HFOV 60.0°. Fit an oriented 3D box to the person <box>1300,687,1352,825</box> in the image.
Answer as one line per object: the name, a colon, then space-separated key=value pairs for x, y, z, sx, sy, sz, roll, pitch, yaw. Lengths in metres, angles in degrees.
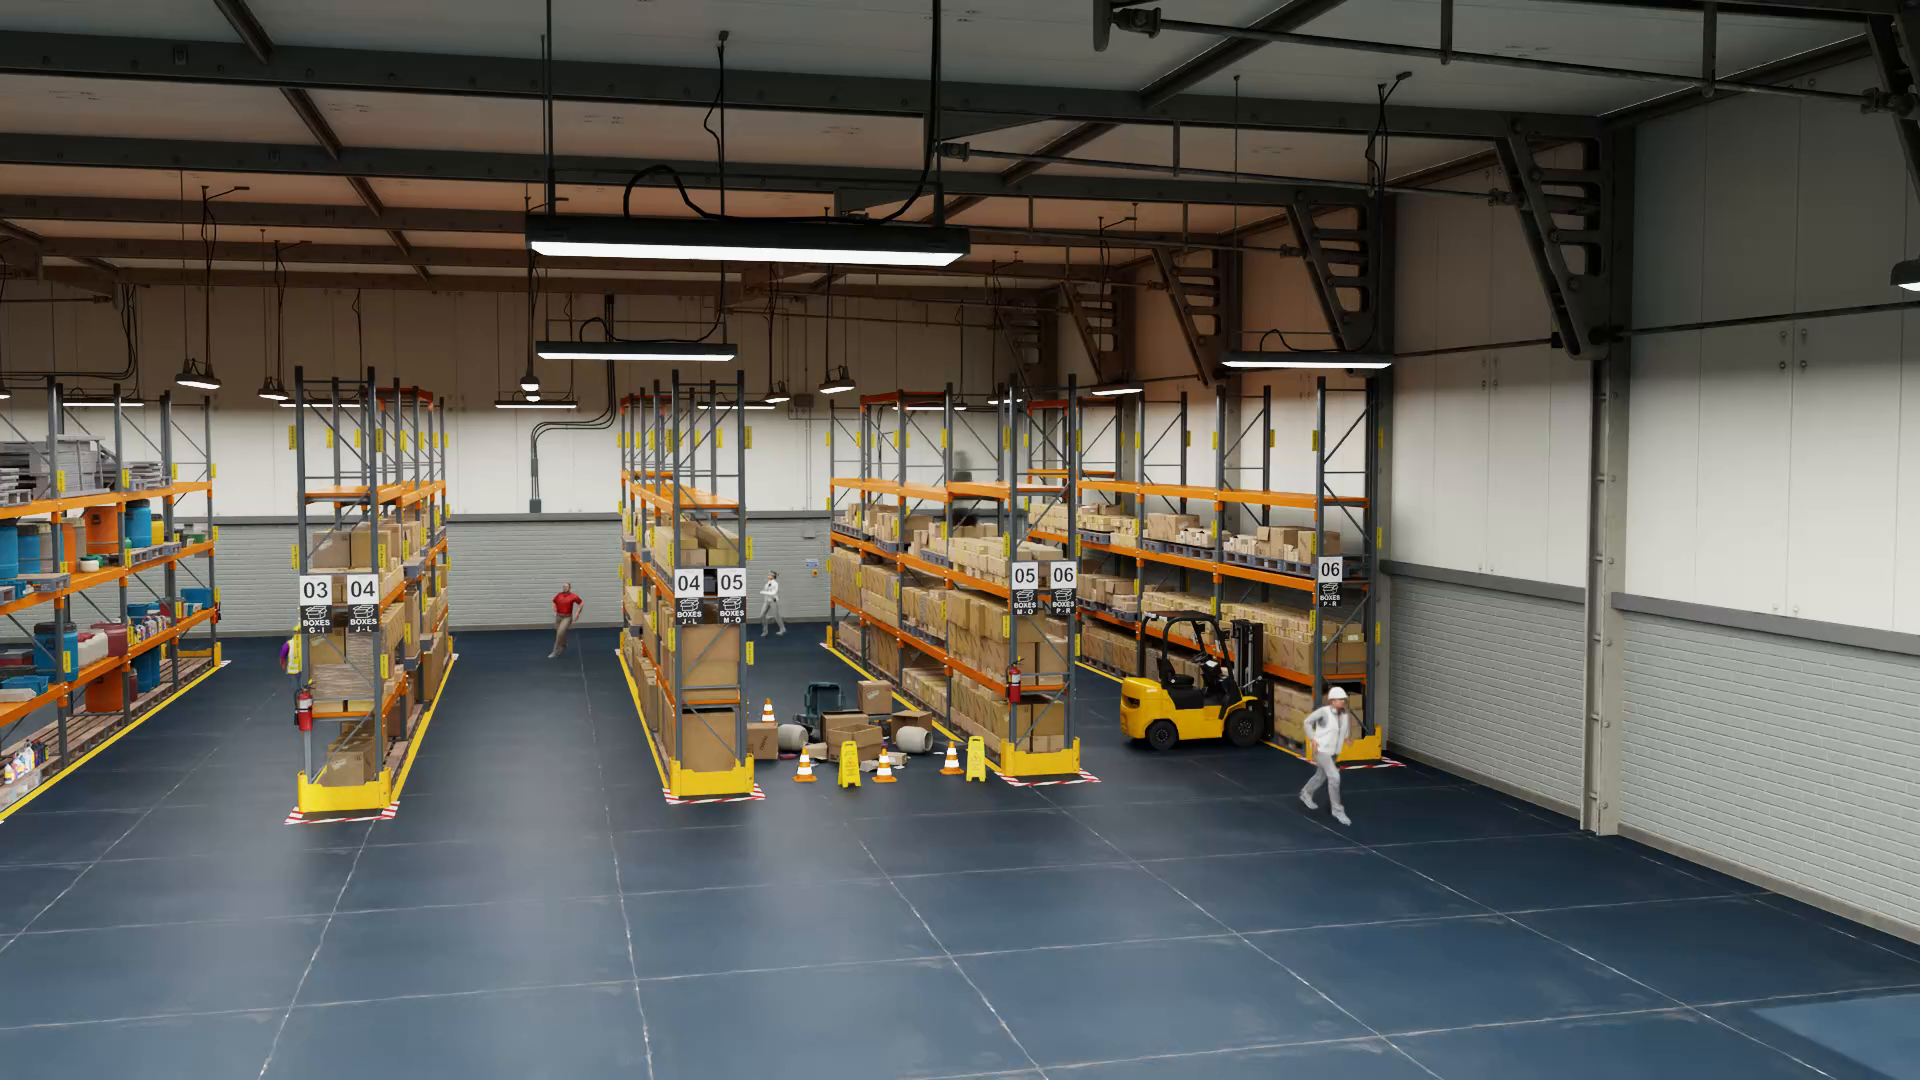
person: x=4.839 y=2.807 z=22.035 sx=0.658 sy=1.783 sz=0.951 roll=-2 pitch=4 yaw=-33

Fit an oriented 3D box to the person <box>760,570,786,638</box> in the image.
person: x=-4.803 y=1.628 z=42.449 sx=0.747 sy=1.754 sz=0.579 roll=-3 pitch=4 yaw=-39

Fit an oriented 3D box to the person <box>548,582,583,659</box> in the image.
person: x=-9.182 y=1.849 z=38.553 sx=0.742 sy=1.731 sz=0.938 roll=1 pitch=4 yaw=20

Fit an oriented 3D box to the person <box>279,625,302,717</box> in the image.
person: x=-11.757 y=2.380 z=29.673 sx=0.708 sy=1.762 sz=0.825 roll=-1 pitch=4 yaw=-16
